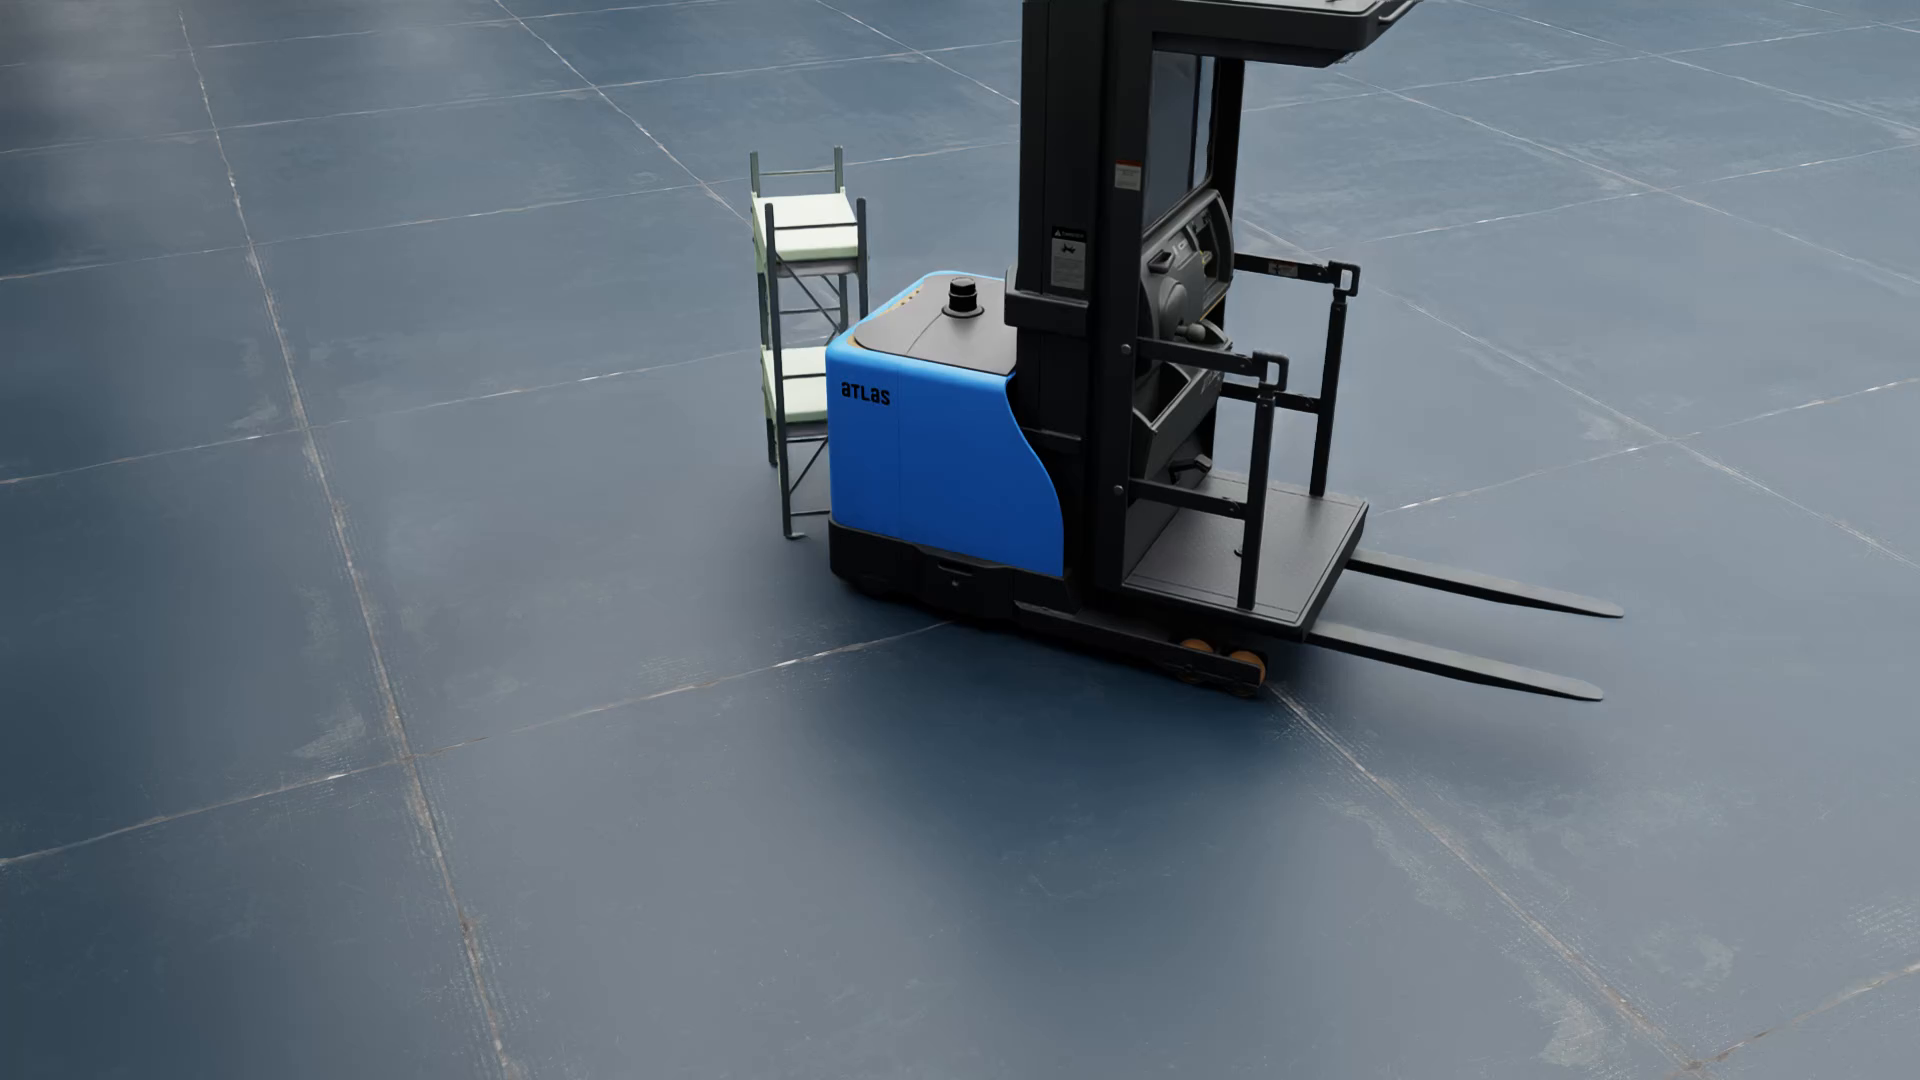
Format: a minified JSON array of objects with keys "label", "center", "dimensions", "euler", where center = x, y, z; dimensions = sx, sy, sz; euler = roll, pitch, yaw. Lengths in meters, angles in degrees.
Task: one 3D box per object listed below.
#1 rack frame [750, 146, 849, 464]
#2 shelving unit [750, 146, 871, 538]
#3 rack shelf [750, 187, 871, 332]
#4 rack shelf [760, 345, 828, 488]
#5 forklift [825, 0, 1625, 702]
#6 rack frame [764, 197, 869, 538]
[{"label":"rack frame","center":[-0.710,-1.038,7.568],"dimensions":[0.400,1.500,0.023],"euler":[-5,30,-9]},{"label":"shelving unit","center":[-0.641,-0.862,7.254],"dimensions":[0.431,1.500,0.755],"euler":[-5,30,-9]},{"label":"rack shelf","center":[-0.641,-1.202,7.063],"dimensions":[0.431,0.370,0.720],"euler":[-5,30,-9]},{"label":"rack shelf","center":[-0.641,-0.578,7.413],"dimensions":[0.431,0.370,0.720],"euler":[-5,30,-9]},{"label":"forklift","center":[1.018,-0.992,6.023],"dimensions":[3.031,2.935,1.130],"euler":[13,32,22]},{"label":"rack frame","center":[-0.573,-0.686,6.940],"dimensions":[0.400,1.500,0.023],"euler":[-5,30,-9]}]
